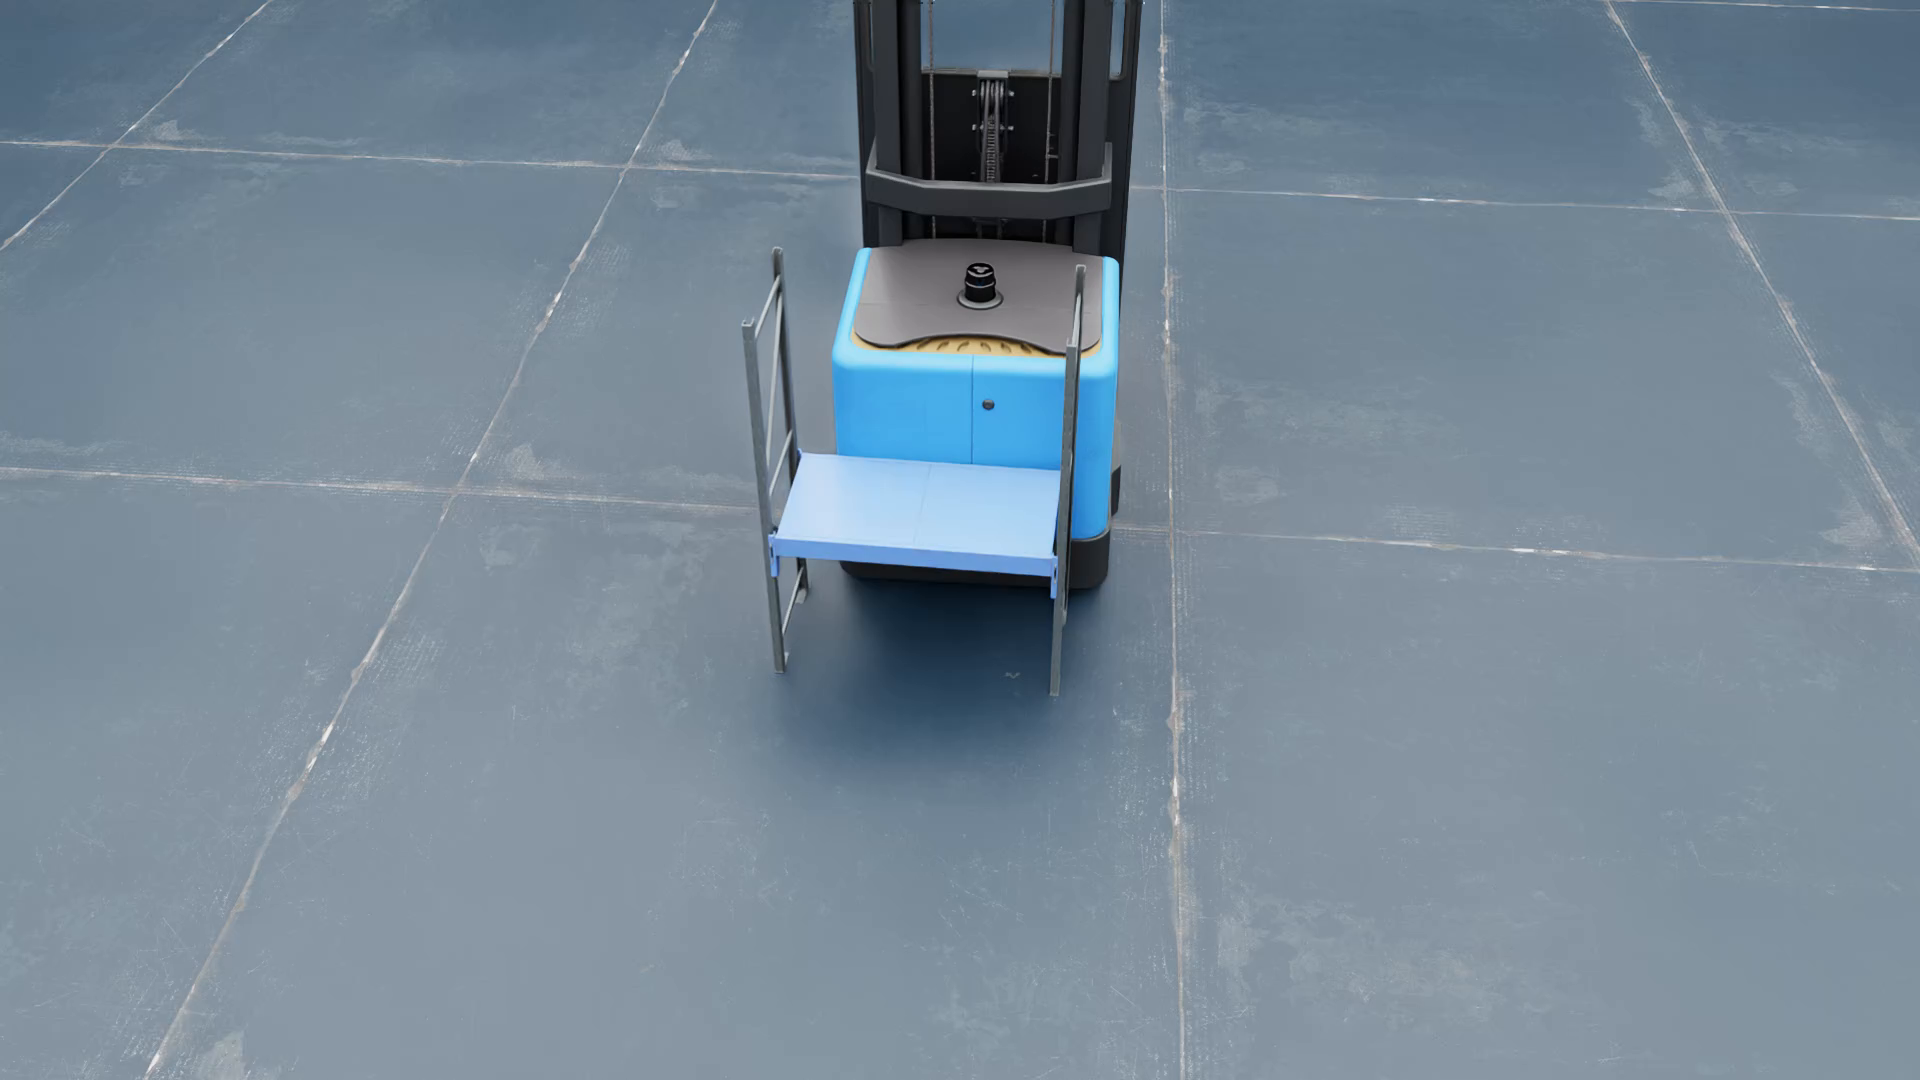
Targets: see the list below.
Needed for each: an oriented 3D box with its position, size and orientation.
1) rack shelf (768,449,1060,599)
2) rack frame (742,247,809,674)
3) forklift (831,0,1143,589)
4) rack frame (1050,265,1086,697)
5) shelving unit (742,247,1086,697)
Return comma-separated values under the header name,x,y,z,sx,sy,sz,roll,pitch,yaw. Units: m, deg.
name,x,y,z,sx,sy,sz,roll,pitch,yaw
rack shelf,-0.134,-0.067,5.929,1.000,0.185,0.538,4,39,5
rack frame,-0.639,-0.244,5.861,0.032,1.500,0.500,4,39,5
forklift,0.161,-1.865,6.720,1.130,2.935,3.031,3,39,3
rack frame,0.371,-0.169,5.769,0.032,1.500,0.500,4,39,5
shelving unit,-0.134,-0.206,5.815,1.048,1.500,0.538,4,39,5
